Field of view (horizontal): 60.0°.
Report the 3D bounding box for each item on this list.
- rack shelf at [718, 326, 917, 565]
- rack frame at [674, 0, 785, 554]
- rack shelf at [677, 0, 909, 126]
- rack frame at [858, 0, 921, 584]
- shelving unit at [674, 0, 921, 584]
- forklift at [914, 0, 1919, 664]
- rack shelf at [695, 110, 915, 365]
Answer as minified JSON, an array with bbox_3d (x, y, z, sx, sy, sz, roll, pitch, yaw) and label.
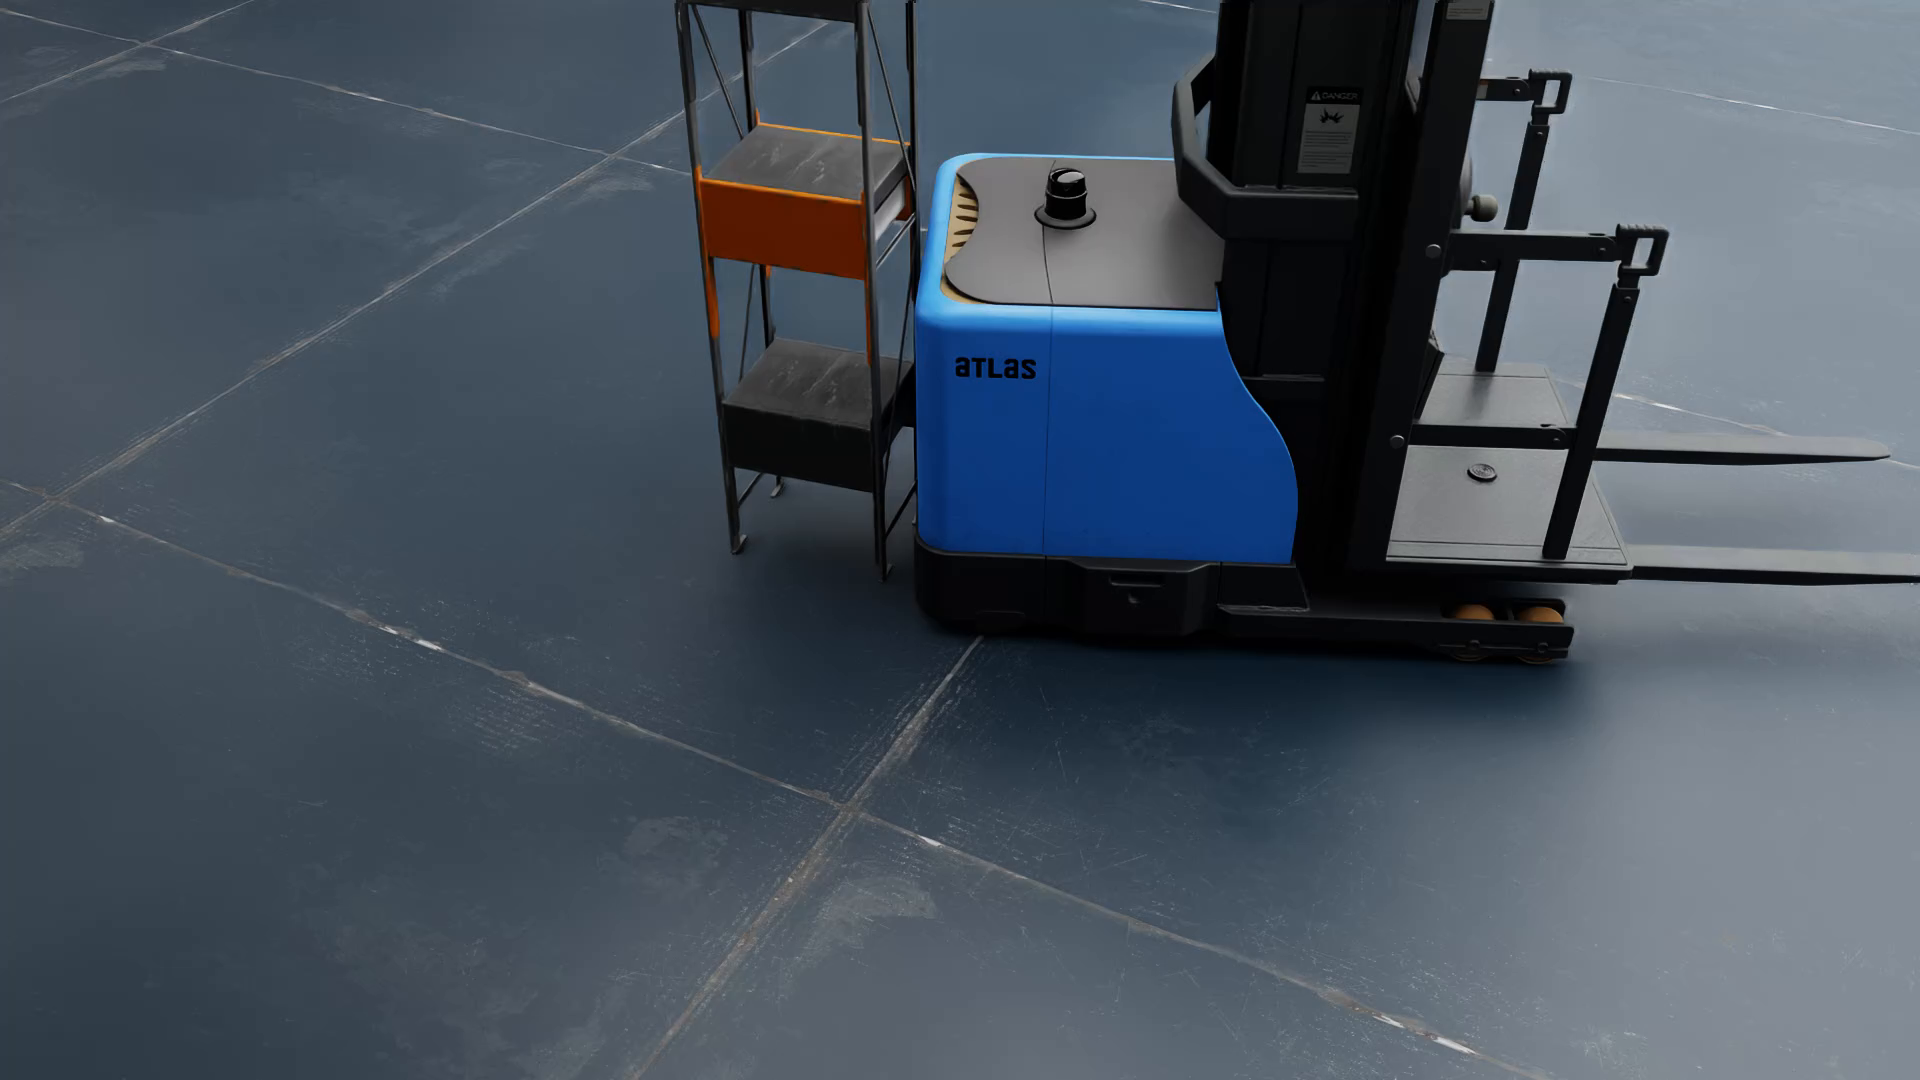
[{"bbox_3d":[-0.413,-0.294,5.081,0.480,0.518,0.431,11,39,14],"label":"rack shelf"},{"bbox_3d":[-0.645,-0.907,4.709,0.015,2.100,0.400,11,39,14],"label":"rack frame"},{"bbox_3d":[-0.413,-1.409,4.234,0.480,0.518,0.431,11,39,14],"label":"rack shelf"},{"bbox_3d":[-0.181,-0.817,4.590,0.015,2.100,0.400,11,39,14],"label":"rack frame"},{"bbox_3d":[-0.413,-0.862,4.649,0.503,2.100,0.431,11,39,14],"label":"shelving unit"},{"bbox_3d":[1.405,-1.144,4.334,3.031,2.935,1.130,2,37,3],"label":"forklift"},{"bbox_3d":[-0.413,-0.851,4.658,0.480,0.518,0.431,11,39,14],"label":"rack shelf"}]
